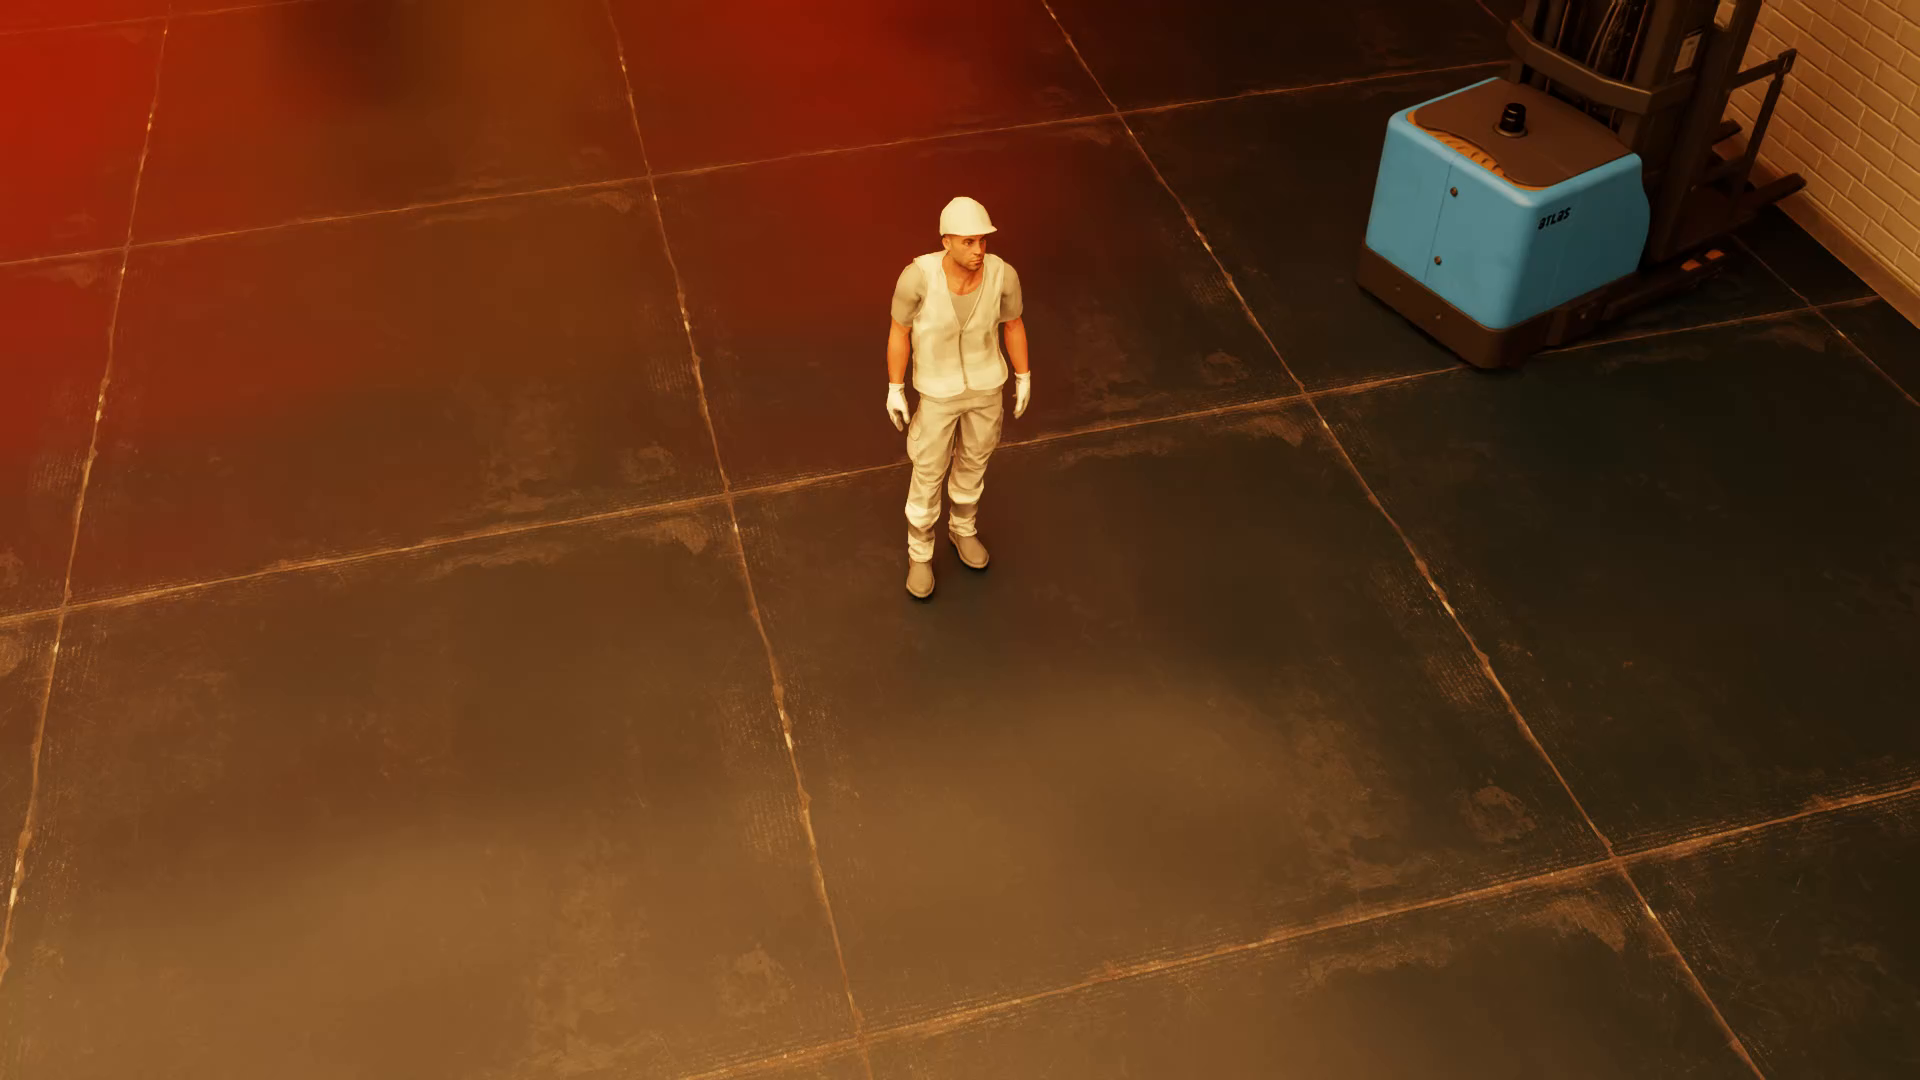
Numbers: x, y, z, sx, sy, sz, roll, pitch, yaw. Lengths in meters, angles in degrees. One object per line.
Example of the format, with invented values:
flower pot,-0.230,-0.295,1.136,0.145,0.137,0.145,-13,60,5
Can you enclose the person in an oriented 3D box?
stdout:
person,0.009,-0.600,7.100,0.637,1.790,0.562,-10,44,-11

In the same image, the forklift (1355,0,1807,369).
forklift,3.704,-2.735,8.539,3.031,2.935,1.130,-24,48,-23
